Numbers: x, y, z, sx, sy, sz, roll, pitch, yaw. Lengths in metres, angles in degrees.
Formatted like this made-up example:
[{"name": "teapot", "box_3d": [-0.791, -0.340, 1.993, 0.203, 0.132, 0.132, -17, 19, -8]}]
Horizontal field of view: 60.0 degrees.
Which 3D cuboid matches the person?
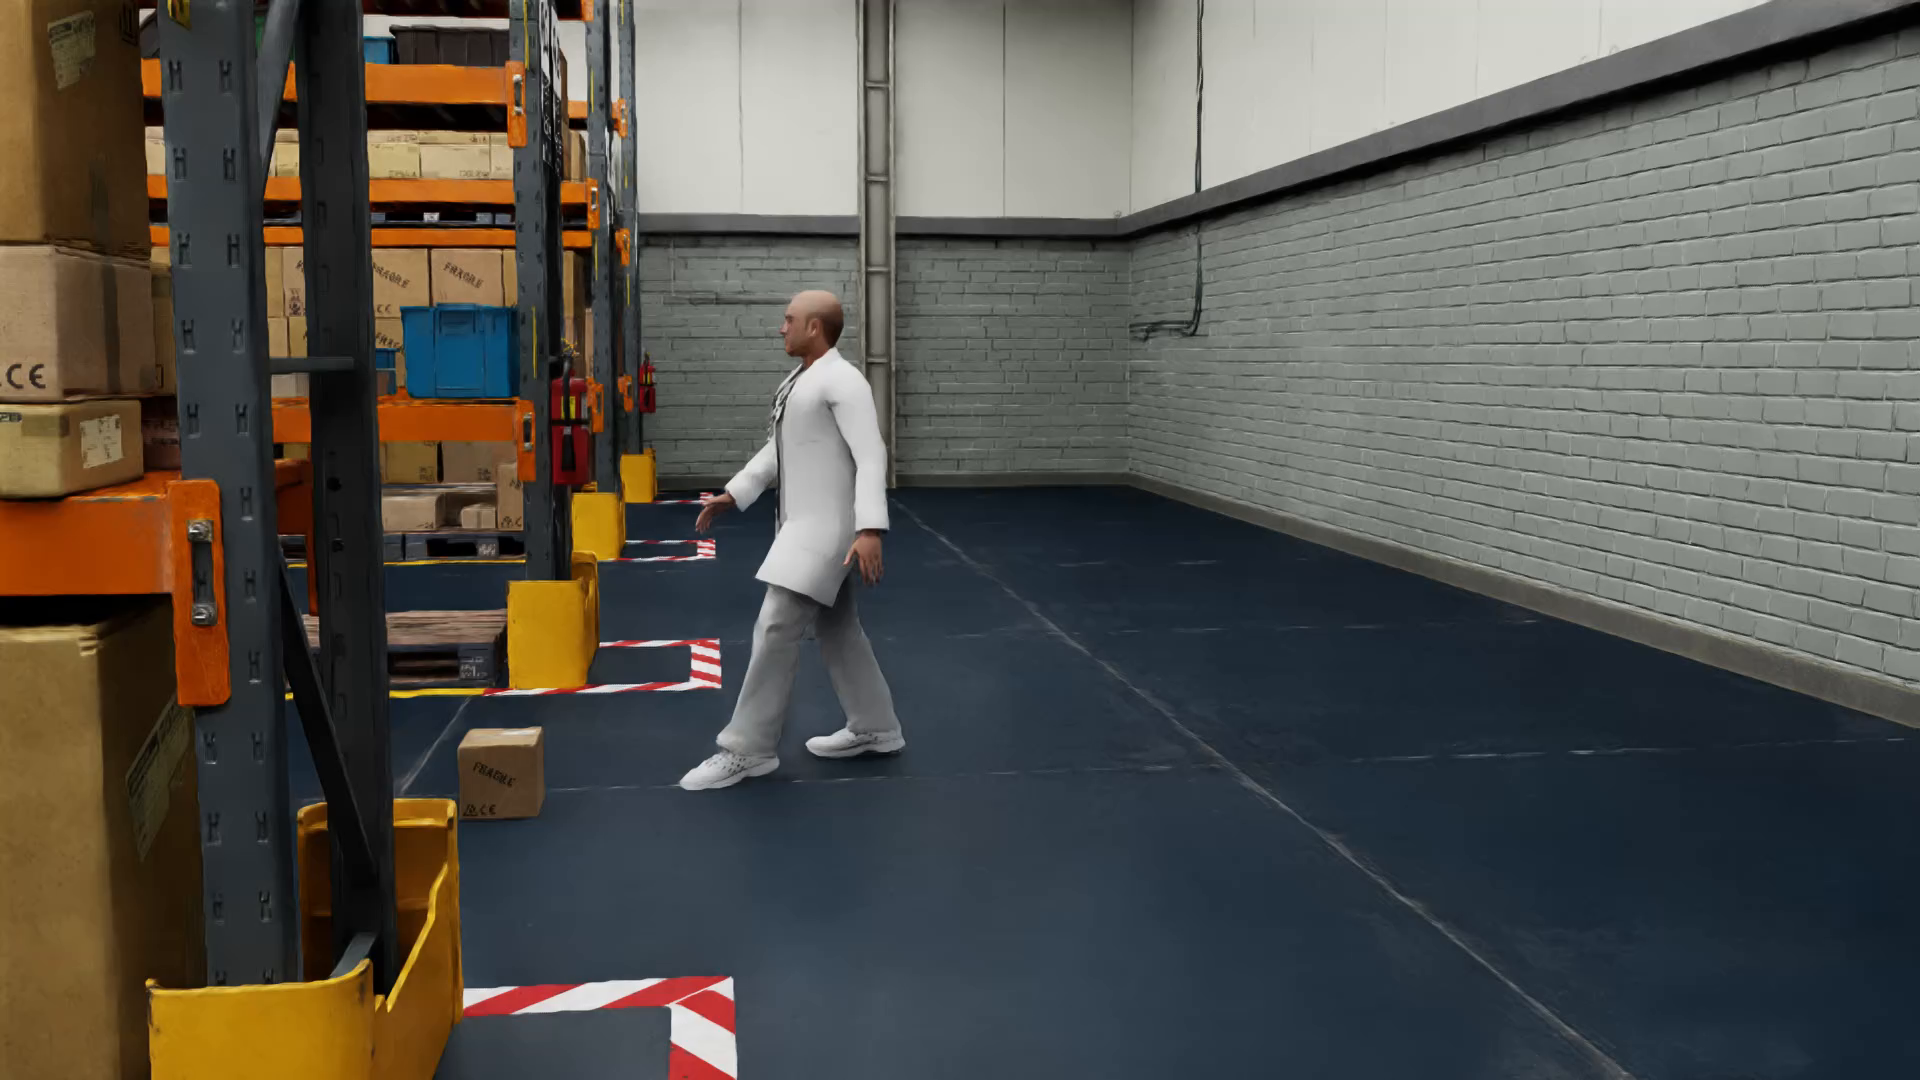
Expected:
[{"name": "person", "box_3d": [-0.596, -0.015, 6.032, 0.913, 1.772, 0.777, -3, 7, -22]}]
